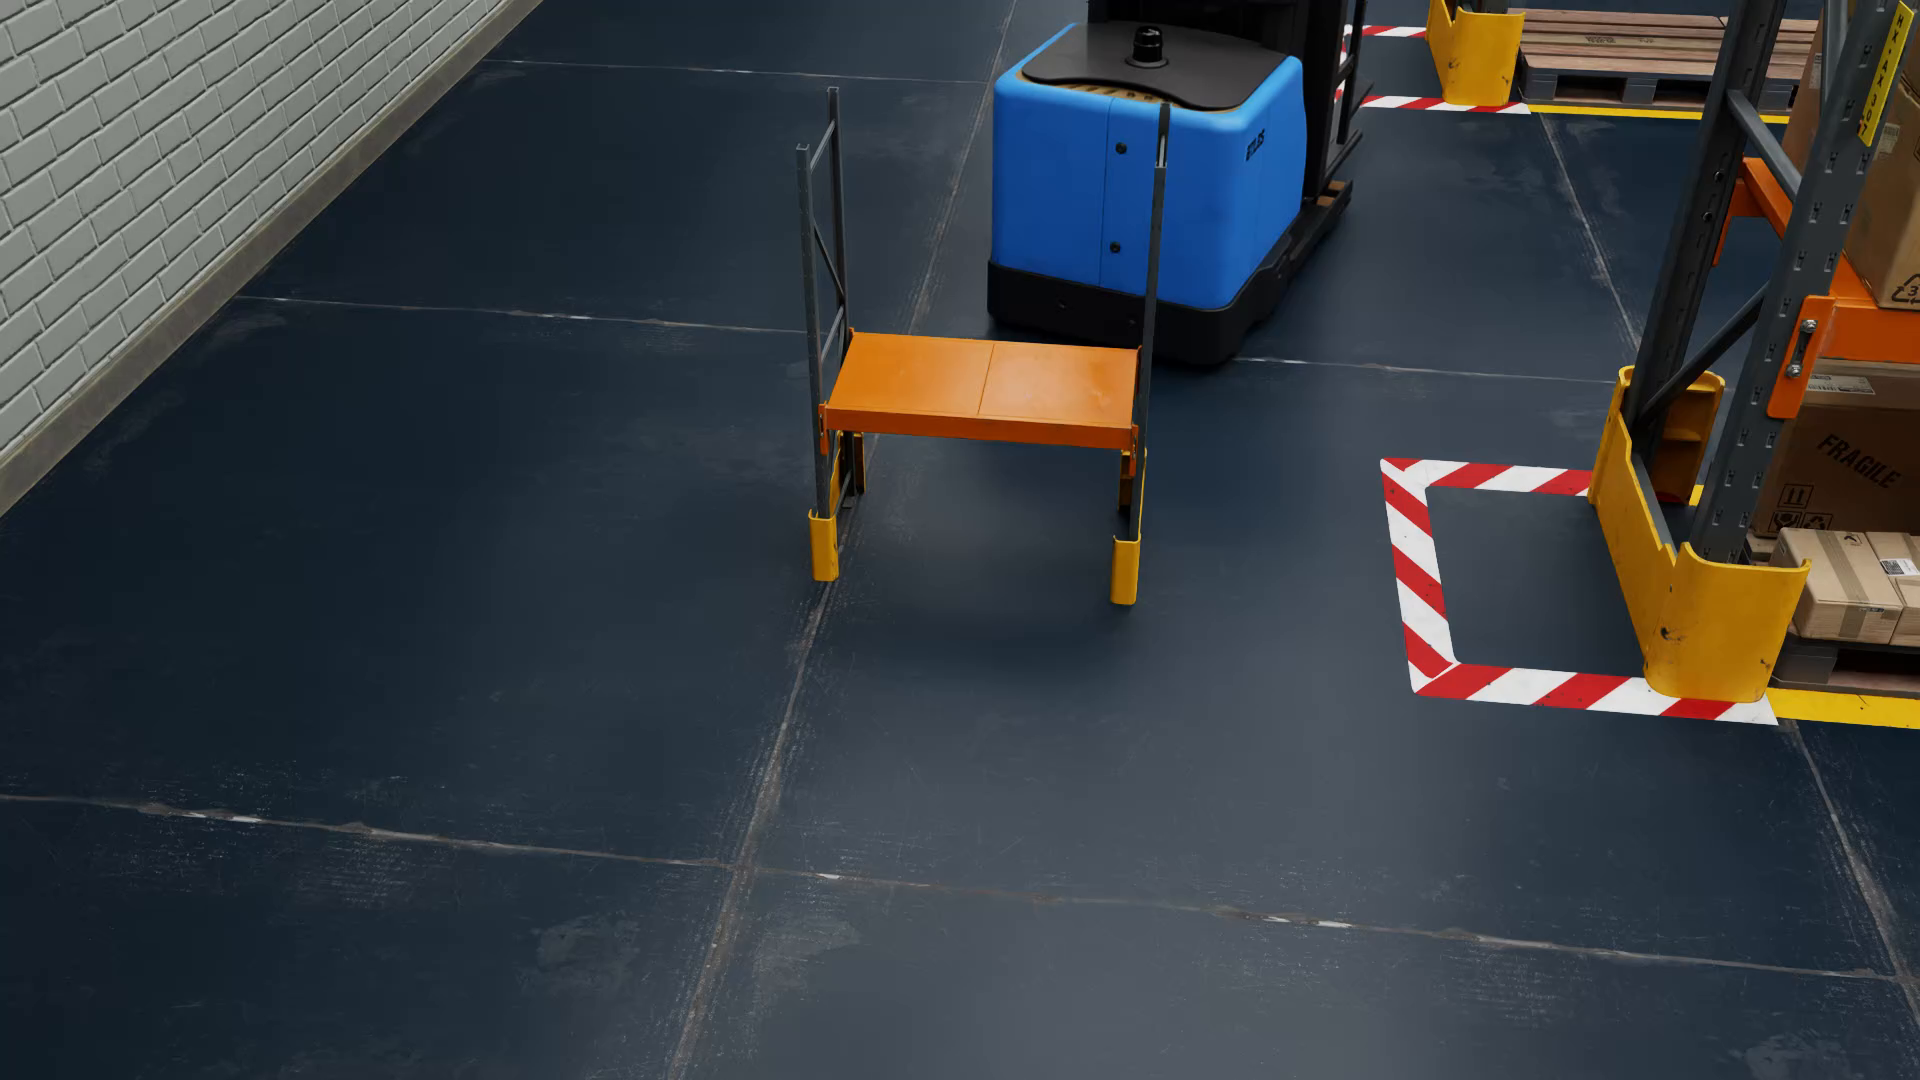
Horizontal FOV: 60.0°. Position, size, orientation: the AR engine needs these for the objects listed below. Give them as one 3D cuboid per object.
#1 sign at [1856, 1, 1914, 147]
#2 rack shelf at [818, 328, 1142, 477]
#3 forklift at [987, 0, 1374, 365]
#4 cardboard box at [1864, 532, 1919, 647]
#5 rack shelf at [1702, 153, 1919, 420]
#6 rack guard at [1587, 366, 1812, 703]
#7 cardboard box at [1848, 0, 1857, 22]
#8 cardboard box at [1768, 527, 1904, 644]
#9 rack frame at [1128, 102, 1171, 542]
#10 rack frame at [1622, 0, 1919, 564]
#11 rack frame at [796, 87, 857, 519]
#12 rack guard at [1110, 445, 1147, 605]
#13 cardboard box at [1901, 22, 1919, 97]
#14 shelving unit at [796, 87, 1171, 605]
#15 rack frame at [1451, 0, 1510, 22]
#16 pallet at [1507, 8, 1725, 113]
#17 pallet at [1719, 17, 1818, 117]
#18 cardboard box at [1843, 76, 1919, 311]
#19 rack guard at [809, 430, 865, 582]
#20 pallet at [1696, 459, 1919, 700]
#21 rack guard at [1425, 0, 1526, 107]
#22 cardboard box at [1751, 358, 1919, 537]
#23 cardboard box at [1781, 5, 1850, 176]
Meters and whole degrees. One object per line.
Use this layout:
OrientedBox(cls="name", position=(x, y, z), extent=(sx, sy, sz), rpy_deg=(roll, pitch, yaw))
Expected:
OrientedBox(cls="sign", position=(2.214, -1.115, 3.985), extent=(0.005, 0.325, 0.100), rpy_deg=(4, 36, 6))
OrientedBox(cls="rack shelf", position=(0.085, -0.458, 5.410), extent=(1.000, 0.185, 0.538), rpy_deg=(4, 36, 6))
OrientedBox(cls="forklift", position=(1.212, -2.732, 7.055), extent=(1.130, 2.935, 3.031), rpy_deg=(16, 38, 21))
OrientedBox(cls="cardboard box", position=(2.903, 0.147, 5.023), extent=(0.250, 0.166, 0.380), rpy_deg=(4, 36, 6))
OrientedBox(cls="rack shelf", position=(4.267, -0.634, 4.676), extent=(4.000, 0.370, 1.077), rpy_deg=(4, 36, 6))
OrientedBox(cls="rack guard", position=(2.358, -0.052, 5.393), extent=(0.348, 0.500, 1.175), rpy_deg=(4, 36, 6))
OrientedBox(cls="cardboard box", position=(2.759, -1.648, 4.531), extent=(0.500, 0.500, 0.500), rpy_deg=(4, 36, 6))
OrientedBox(cls="cardboard box", position=(2.655, 0.135, 5.054), extent=(0.250, 0.149, 0.380), rpy_deg=(4, 36, 6))
OrientedBox(cls="rack frame", position=(0.589, -0.567, 5.253), extent=(0.032, 1.500, 0.500), rpy_deg=(4, 36, 6))
OrientedBox(cls="rack frame", position=(2.283, -1.075, 4.674), extent=(0.127, 3.000, 1.000), rpy_deg=(4, 36, 6))
OrientedBox(cls="rack frame", position=(-0.420, -0.642, 5.358), extent=(0.032, 1.500, 0.500), rpy_deg=(4, 36, 6))
OrientedBox(cls="rack guard", position=(0.570, -0.059, 5.618), extent=(0.087, 0.250, 0.587), rpy_deg=(4, 36, 6))
OrientedBox(cls="cardboard box", position=(2.690, -1.338, 4.096), extent=(0.500, 0.500, 0.500), rpy_deg=(5, 36, 7))
OrientedBox(cls="shelving unit", position=(0.076, -0.605, 5.306), extent=(1.083, 1.500, 0.587), rpy_deg=(4, 36, 6))
OrientedBox(cls="rack frame", position=(2.918, -3.929, 8.673), extent=(0.127, 3.000, 1.000), rpy_deg=(4, 36, 6))
OrientedBox(cls="pallet", position=(3.731, -2.711, 9.366), extent=(1.213, 0.211, 1.003), rpy_deg=(4, 36, 6))
OrientedBox(cls="pallet", position=(4.937, -2.619, 9.238), extent=(1.213, 0.211, 1.003), rpy_deg=(4, 36, 6))
OrientedBox(cls="cardboard box", position=(2.690, -0.931, 4.386), extent=(0.500, 0.500, 0.500), rpy_deg=(5, 36, 7))
OrientedBox(cls="rack guard", position=(-0.418, -0.133, 5.721), extent=(0.087, 0.250, 0.587), rpy_deg=(4, 36, 6))
OrientedBox(cls="pallet", position=(3.149, 0.124, 5.395), extent=(1.213, 0.211, 1.003), rpy_deg=(4, 36, 6))
OrientedBox(cls="rack guard", position=(2.892, -2.906, 9.391), extent=(0.348, 0.500, 1.175), rpy_deg=(4, 36, 6))
OrientedBox(cls="cardboard box", position=(2.854, -0.338, 5.415), extent=(0.500, 0.500, 0.500), rpy_deg=(4, 36, 6))
OrientedBox(cls="cardboard box", position=(2.762, -1.240, 4.819), extent=(0.500, 0.500, 0.500), rpy_deg=(5, 36, 7))
